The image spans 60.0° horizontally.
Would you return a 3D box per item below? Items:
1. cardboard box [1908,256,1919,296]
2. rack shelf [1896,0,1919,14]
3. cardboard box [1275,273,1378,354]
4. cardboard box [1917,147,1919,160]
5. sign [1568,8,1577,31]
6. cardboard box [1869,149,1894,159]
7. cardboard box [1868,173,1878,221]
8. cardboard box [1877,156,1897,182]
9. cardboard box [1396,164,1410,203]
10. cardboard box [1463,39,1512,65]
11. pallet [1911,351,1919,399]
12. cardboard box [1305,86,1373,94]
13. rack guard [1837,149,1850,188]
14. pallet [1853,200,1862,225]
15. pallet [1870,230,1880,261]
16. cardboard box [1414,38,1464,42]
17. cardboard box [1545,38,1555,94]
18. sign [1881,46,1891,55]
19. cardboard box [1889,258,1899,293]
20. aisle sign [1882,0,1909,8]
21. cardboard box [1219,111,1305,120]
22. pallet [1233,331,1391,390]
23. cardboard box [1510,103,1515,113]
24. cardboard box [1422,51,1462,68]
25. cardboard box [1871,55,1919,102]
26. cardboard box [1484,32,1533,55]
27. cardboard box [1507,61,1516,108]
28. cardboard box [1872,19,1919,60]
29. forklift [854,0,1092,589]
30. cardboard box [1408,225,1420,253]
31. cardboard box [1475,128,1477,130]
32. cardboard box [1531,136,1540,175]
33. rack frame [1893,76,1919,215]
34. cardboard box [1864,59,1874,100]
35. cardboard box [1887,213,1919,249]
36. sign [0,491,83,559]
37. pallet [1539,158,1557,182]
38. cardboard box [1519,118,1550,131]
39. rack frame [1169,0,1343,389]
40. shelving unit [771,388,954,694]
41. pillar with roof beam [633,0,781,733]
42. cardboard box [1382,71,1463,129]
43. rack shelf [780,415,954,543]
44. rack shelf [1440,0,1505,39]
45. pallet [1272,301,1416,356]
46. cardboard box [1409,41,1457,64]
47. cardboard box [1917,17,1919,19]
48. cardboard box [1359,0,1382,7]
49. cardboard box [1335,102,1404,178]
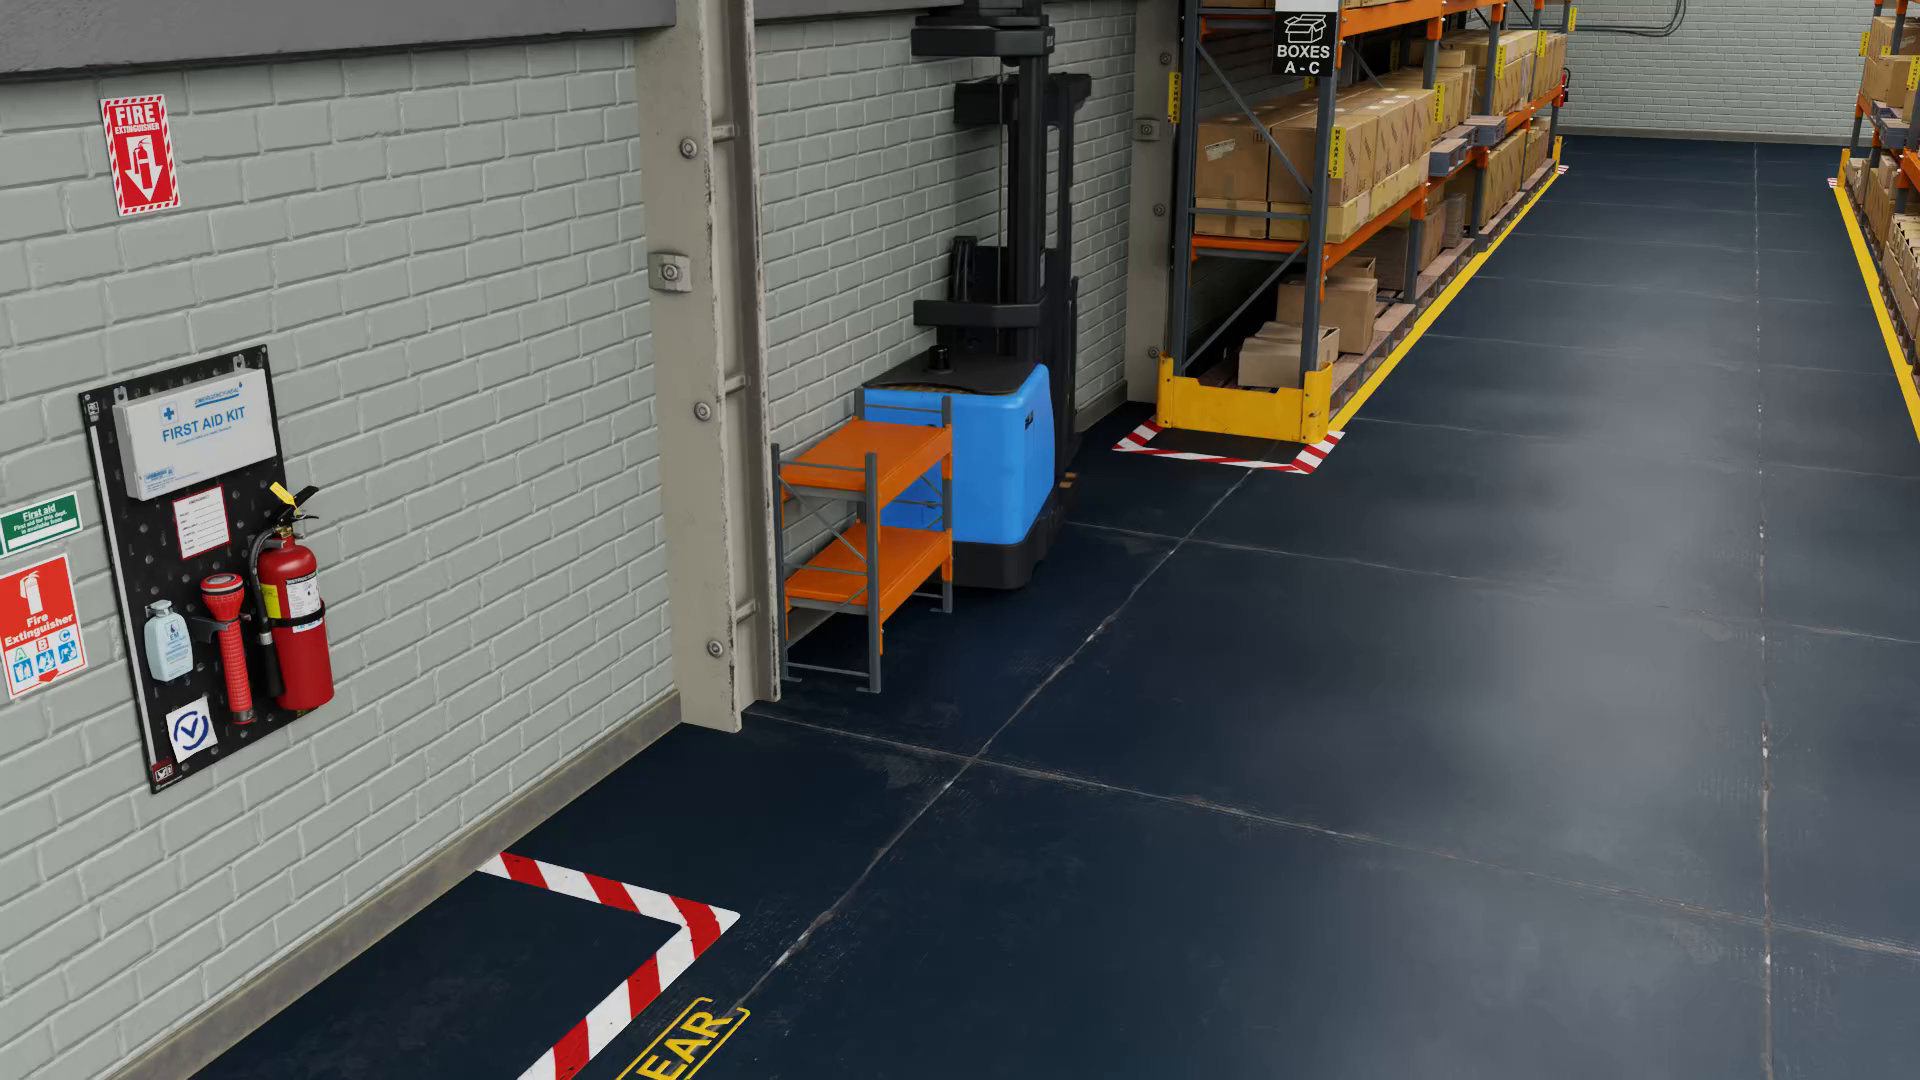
[{"bbox_3d":[8.206,-2.202,13.823,0.500,0.311,0.500,9,22,24],"label":"cardboard box"},{"bbox_3d":[10.552,-5.621,17.393,1.077,0.370,4.000,9,21,23],"label":"rack shelf"},{"bbox_3d":[2.881,-1.788,13.094,0.700,0.500,0.500,7,21,19],"label":"cardboard box"},{"bbox_3d":[9.190,-3.646,15.377,0.500,0.311,0.500,8,21,22],"label":"cardboard box"},{"bbox_3d":[8.977,-7.637,24.386,0.100,0.325,0.005,9,21,23],"label":"sign"},{"bbox_3d":[12.135,-4.764,21.456,0.797,0.503,0.637,9,21,23],"label":"cardboard box"},{"bbox_3d":[10.742,-3.908,19.055,0.500,0.500,0.500,9,21,23],"label":"cardboard box"},{"bbox_3d":[10.541,-4.120,18.533,0.500,0.250,0.500,9,21,23],"label":"cardboard box"},{"bbox_3d":[3.253,-2.836,13.160,0.500,0.250,0.500,8,21,22],"label":"cardboard box"},{"bbox_3d":[5.852,-5.431,18.522,0.500,0.250,0.500,8,21,22],"label":"cardboard box"},{"bbox_3d":[7.731,-1.161,12.418,1.003,0.211,1.213,9,21,23],"label":"pallet"},{"bbox_3d":[3.191,-3.568,14.099,0.500,0.500,0.500,8,21,21],"label":"cardboard box"},{"bbox_3d":[12.977,-5.179,23.286,1.175,0.500,0.348,9,21,23],"label":"rack guard"},{"bbox_3d":[11.653,-4.053,20.552,1.003,0.211,1.213,9,21,23],"label":"pallet"},{"bbox_3d":[10.574,-3.216,18.196,1.003,0.211,1.213,9,21,23],"label":"pallet"},{"bbox_3d":[5.376,-5.495,18.702,0.500,0.250,0.500,8,21,21],"label":"cardboard box"},{"bbox_3d":[7.680,-6.587,23.067,0.980,0.700,0.700,7,21,20],"label":"cardboard box"},{"bbox_3d":[10.872,-5.638,19.552,0.100,0.325,0.005,9,21,23],"label":"sign"},{"bbox_3d":[8.838,-2.404,15.228,0.500,0.250,0.500,8,21,21],"label":"cardboard box"},{"bbox_3d":[12.769,-7.666,22.669,0.394,0.787,0.004,9,21,23],"label":"aisle sign"},{"bbox_3d":[2.150,-2.786,11.900,0.500,0.500,0.500,9,21,23],"label":"cardboard box"},{"bbox_3d":[2.833,-1.492,13.350,1.003,0.211,1.213,9,21,23],"label":"pallet"},{"bbox_3d":[6.525,-5.277,20.176,0.380,0.149,0.250,9,21,23],"label":"cardboard box"},{"bbox_3d":[4.980,-4.963,17.175,0.380,0.149,0.250,5,20,14],"label":"cardboard box"},{"bbox_3d":[10.973,-5.288,19.087,0.700,0.500,0.500,2,20,4],"label":"cardboard box"},{"bbox_3d":[6.674,-6.053,20.271,0.500,0.250,0.500,9,21,24],"label":"cardboard box"},{"bbox_3d":[6.071,-5.234,19.086,0.500,0.500,0.500,8,21,22],"label":"cardboard box"},{"bbox_3d":[12.170,-6.486,21.588,0.500,0.500,0.500,9,21,23],"label":"cardboard box"},{"bbox_3d":[0.131,-1.586,9.554,1.130,2.935,3.031,4,20,12],"label":"forklift"},{"bbox_3d":[4.026,-2.812,15.974,0.700,0.500,0.500,8,21,22],"label":"cardboard box"},{"bbox_3d":[5.558,-4.573,18.197,0.380,0.149,0.250,8,21,22],"label":"cardboard box"},{"bbox_3d":[7.670,-5.380,23.225,0.700,0.500,0.500,9,22,24],"label":"cardboard box"},{"bbox_3d":[9.733,-3.935,16.056,1.000,3.000,0.127,9,21,23],"label":"rack frame"},{"bbox_3d":[12.172,-6.016,21.761,0.500,0.500,0.500,8,21,23],"label":"cardboard box"},{"bbox_3d":[9.250,-2.982,16.016,0.500,0.311,0.500,9,22,25],"label":"cardboard box"},{"bbox_3d":[-2.381,-0.028,4.226,0.001,0.109,0.331,9,21,23],"label":"sign"},{"bbox_3d":[8.232,-5.490,24.591,1.003,0.211,1.213,9,21,23],"label":"pallet"},{"bbox_3d":[8.302,-6.014,24.040,0.380,0.149,0.250,9,22,24],"label":"cardboard box"},{"bbox_3d":[1.936,-2.168,11.088,1.000,3.000,0.127,9,21,23],"label":"rack frame"},{"bbox_3d":[-0.440,-0.028,7.869,0.538,1.125,1.048,6,21,17],"label":"shelving unit"},{"bbox_3d":[2.904,-2.902,4.200,9.100,9.000,0.400,9,21,23],"label":"pillar with roof beam"},{"bbox_3d":[4.539,-4.339,16.386,0.700,0.500,0.500,9,21,23],"label":"cardboard box"},{"bbox_3d":[-0.440,-0.304,7.771,0.538,0.278,1.000,6,21,17],"label":"rack shelf"},{"bbox_3d":[4.393,-5.076,15.863,1.077,0.370,4.000,9,21,23],"label":"rack shelf"},{"bbox_3d":[3.331,-1.867,14.402,1.003,0.211,1.213,9,21,23],"label":"pallet"},{"bbox_3d":[5.161,-5.338,18.259,0.500,0.250,0.500,9,22,24],"label":"cardboard box"},{"bbox_3d":[13.077,-6.725,22.260,0.500,0.500,0.500,8,21,22],"label":"cardboard box"},{"bbox_3d":[2.553,-3.865,11.204,0.500,0.500,0.500,10,22,26],"label":"cardboard box"},{"bbox_3d":[3.035,-3.031,12.589,0.500,0.500,0.500,9,22,24],"label":"cardboard box"}]
